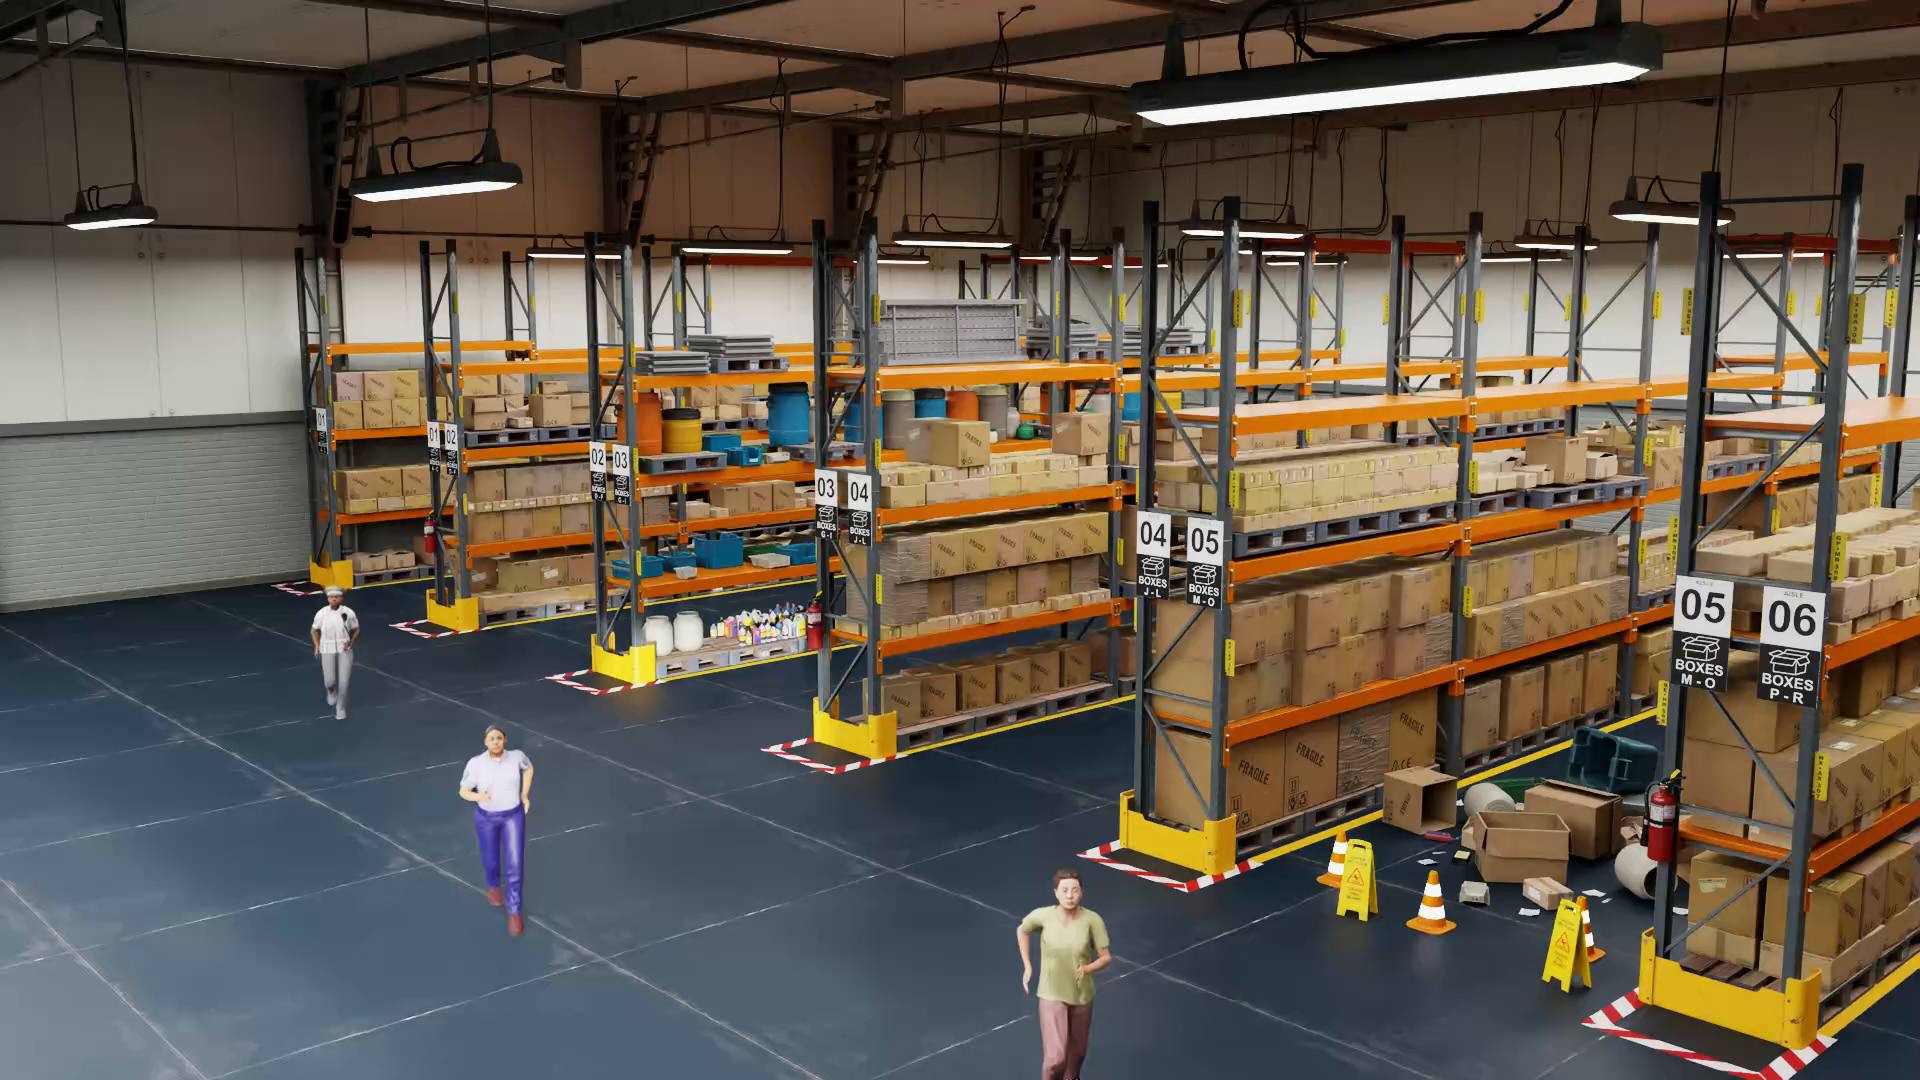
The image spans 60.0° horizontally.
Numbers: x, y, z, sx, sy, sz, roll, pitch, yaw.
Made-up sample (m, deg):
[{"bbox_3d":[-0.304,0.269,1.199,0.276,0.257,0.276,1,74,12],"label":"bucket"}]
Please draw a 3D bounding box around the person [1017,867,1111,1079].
[{"bbox_3d":[0.652,2.852,10.278,0.545,1.700,0.697,-1,8,-6],"label":"person"}]

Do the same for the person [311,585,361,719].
[{"bbox_3d":[-7.660,1.370,20.436,0.575,1.657,0.559,-3,9,-20],"label":"person"}]

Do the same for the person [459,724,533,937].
[{"bbox_3d":[-3.813,2.344,13.751,0.602,1.658,0.886,-3,9,-17],"label":"person"}]
